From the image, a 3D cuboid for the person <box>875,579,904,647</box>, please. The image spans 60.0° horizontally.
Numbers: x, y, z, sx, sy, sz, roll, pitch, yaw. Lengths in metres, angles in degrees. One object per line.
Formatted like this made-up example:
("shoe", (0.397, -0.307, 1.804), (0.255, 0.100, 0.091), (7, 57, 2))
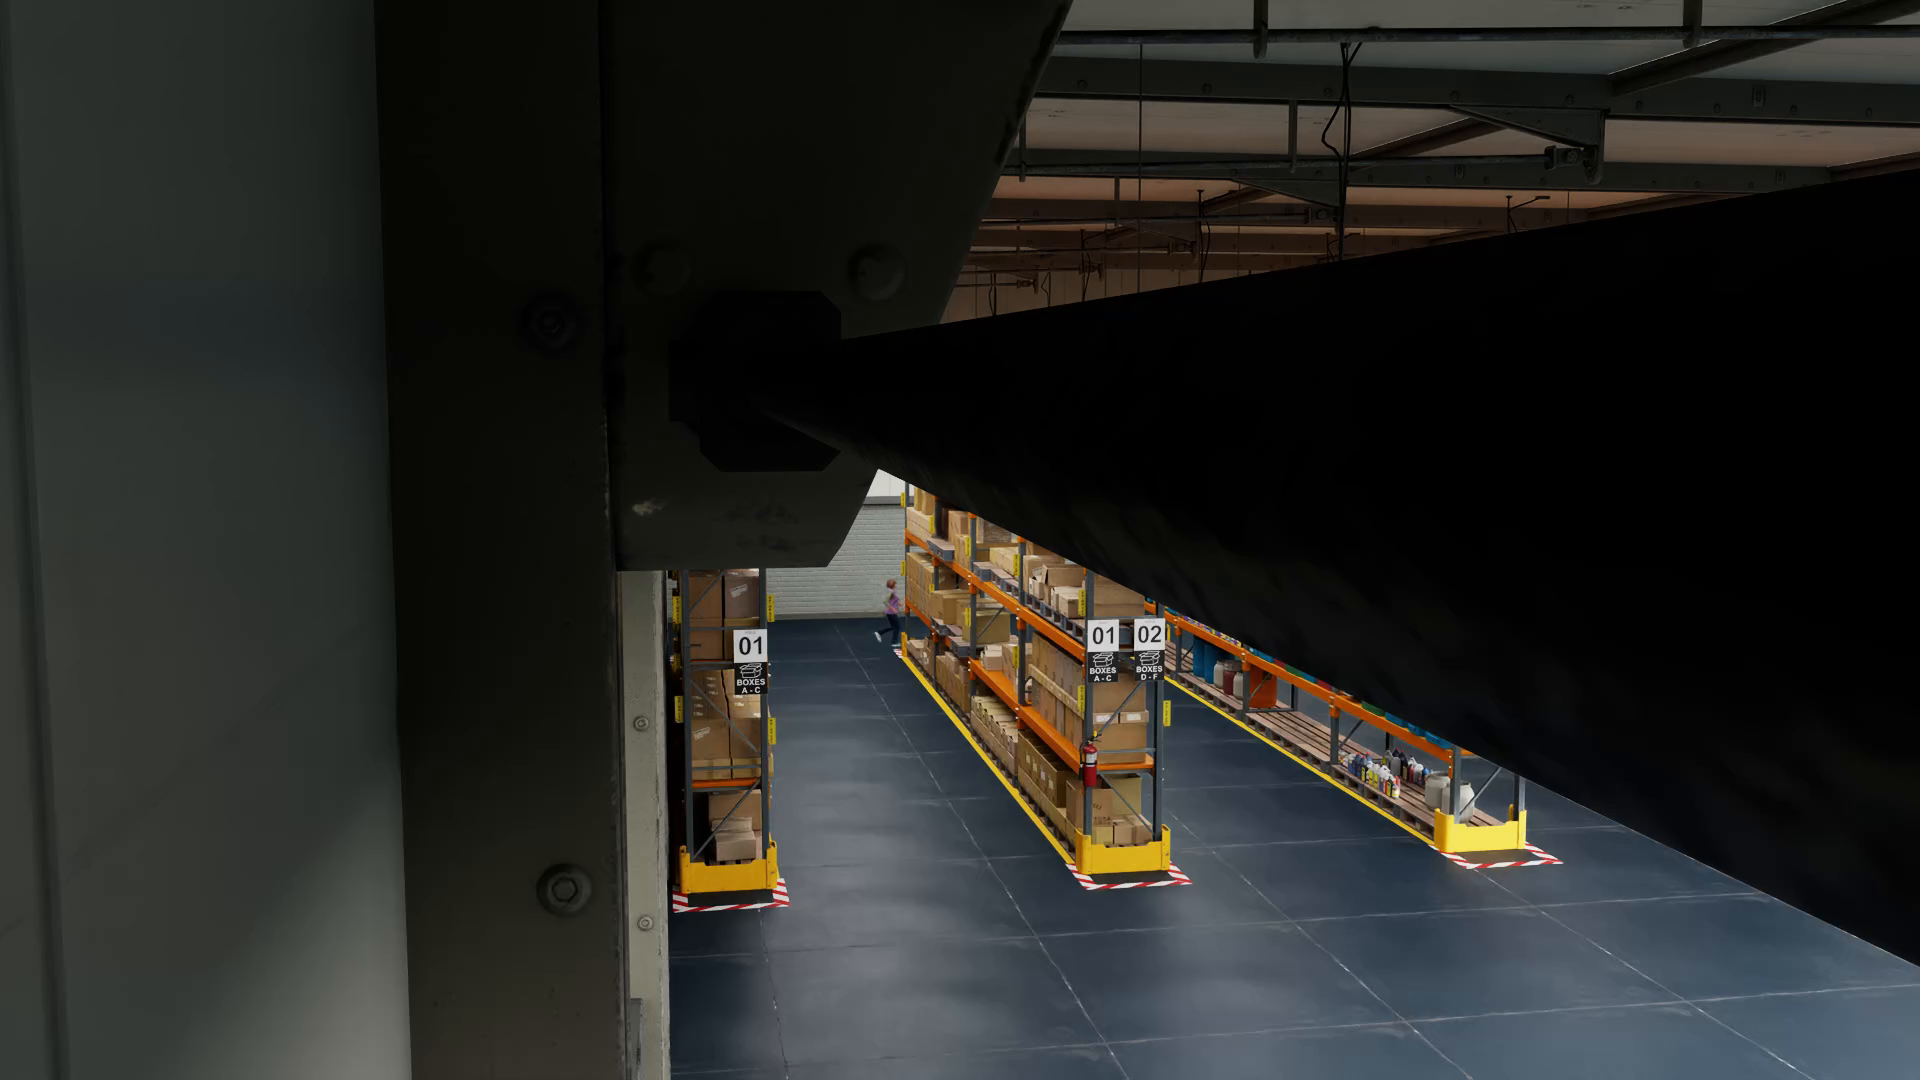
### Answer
("person", (-1.590, 1.655, 37.611), (0.681, 1.560, 0.528), (-1, 6, -6))
